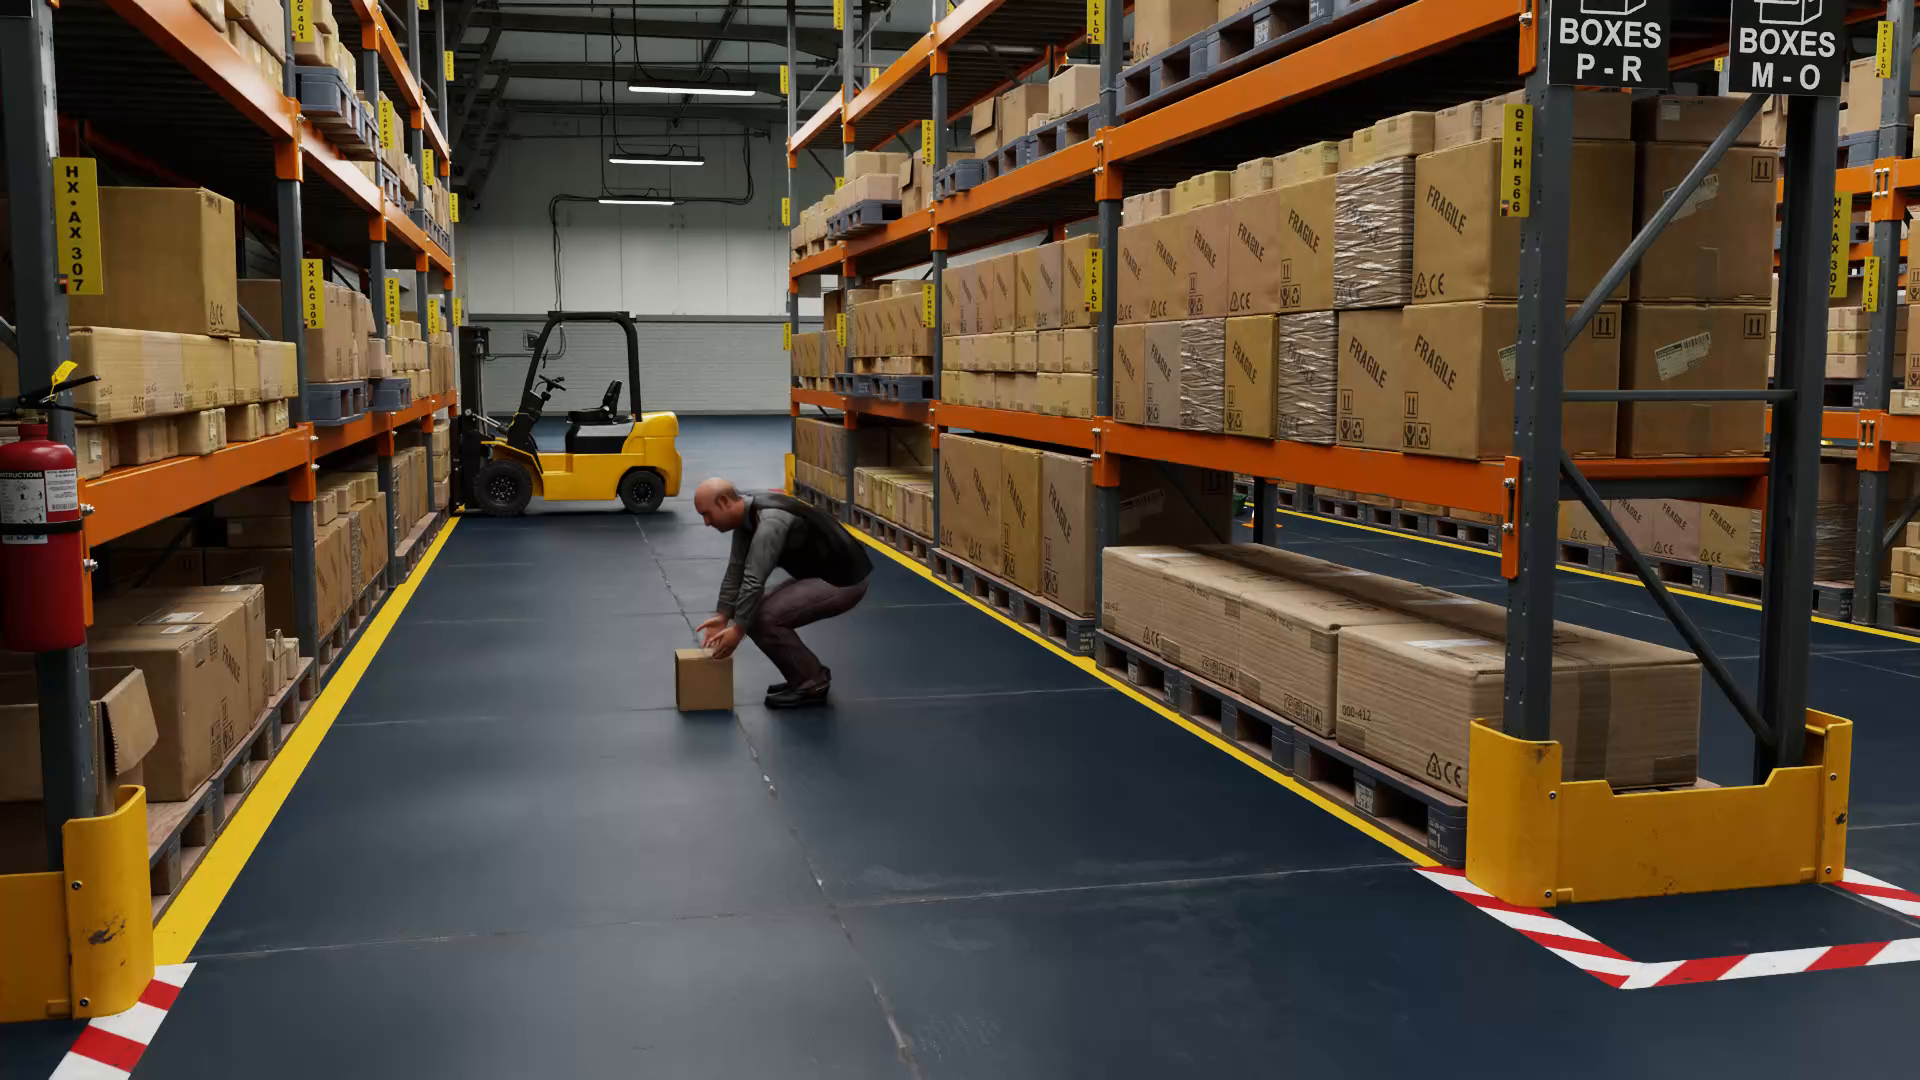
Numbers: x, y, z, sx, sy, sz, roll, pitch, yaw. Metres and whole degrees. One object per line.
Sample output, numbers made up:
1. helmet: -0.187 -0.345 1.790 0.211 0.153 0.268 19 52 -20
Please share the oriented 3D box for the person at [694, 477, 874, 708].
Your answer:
1. person: -0.830 0.243 7.861 0.837 1.073 0.559 -1 6 -14
